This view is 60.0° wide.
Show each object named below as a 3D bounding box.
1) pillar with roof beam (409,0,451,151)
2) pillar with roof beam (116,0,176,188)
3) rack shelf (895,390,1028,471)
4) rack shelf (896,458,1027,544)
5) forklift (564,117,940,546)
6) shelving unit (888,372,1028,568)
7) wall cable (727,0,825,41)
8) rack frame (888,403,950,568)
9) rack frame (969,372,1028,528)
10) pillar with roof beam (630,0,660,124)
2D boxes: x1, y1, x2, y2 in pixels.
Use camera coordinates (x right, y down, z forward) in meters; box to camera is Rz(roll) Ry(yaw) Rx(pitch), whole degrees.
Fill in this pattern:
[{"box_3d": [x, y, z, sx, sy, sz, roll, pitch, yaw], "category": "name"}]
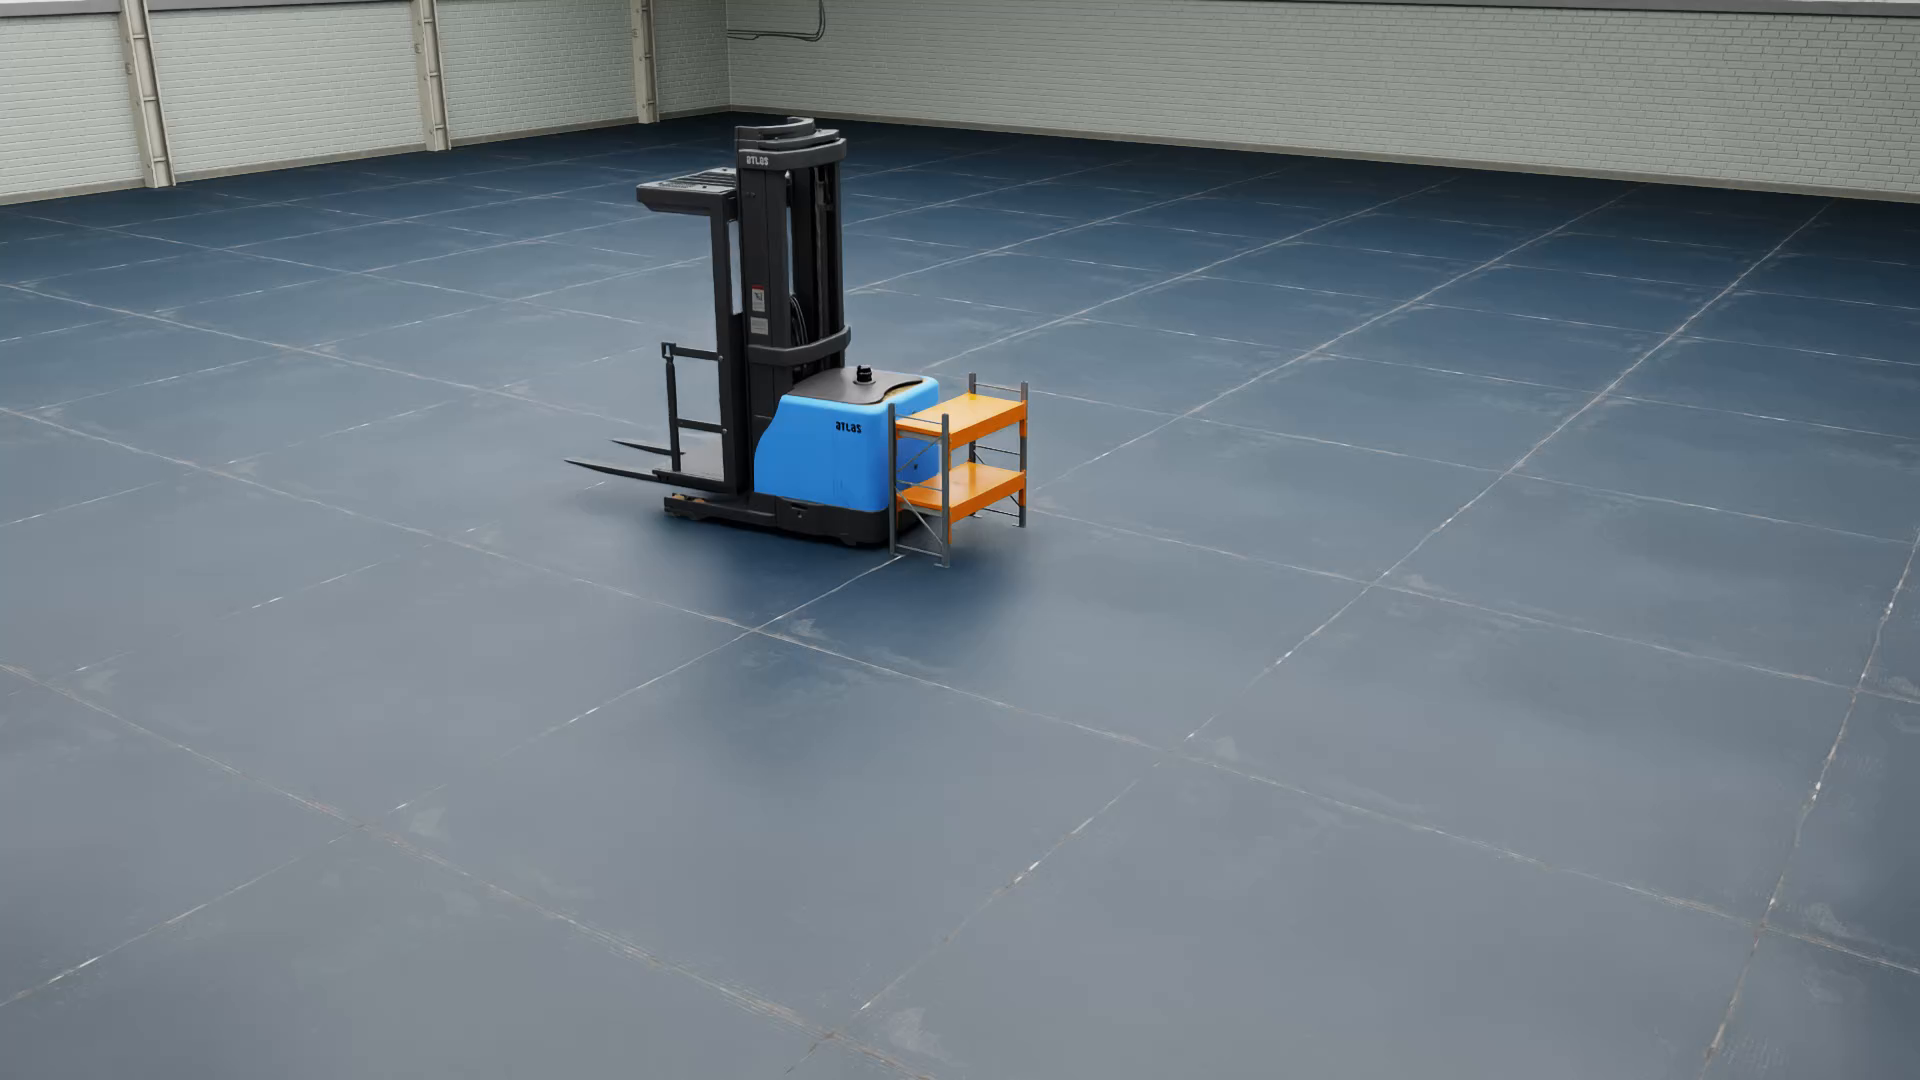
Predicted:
[{"box_3d": [-6.966, -11.260, 29.735, 9.100, 9.000, 0.400, 13, 24, 32], "category": "pillar with roof beam"}, {"box_3d": [-10.339, -9.539, 25.081, 9.100, 9.000, 0.400, 13, 24, 32], "category": "pillar with roof beam"}, {"box_3d": [-0.004, -0.800, 11.963, 0.538, 0.278, 1.000, 13, 24, 32], "category": "rack shelf"}, {"box_3d": [-0.004, -0.296, 12.149, 0.538, 0.278, 1.000, 13, 24, 32], "category": "rack shelf"}, {"box_3d": [-1.693, -1.672, 12.560, 3.031, 2.935, 1.130, 10, 23, 26], "category": "forklift"}, {"box_3d": [-0.004, -0.526, 12.065, 0.538, 1.125, 1.048, 13, 24, 32], "category": "shelving unit"}, {"box_3d": [-4.404, -12.952, 38.786, 3.097, 2.526, 0.112, 13, 24, 32], "category": "wall cable"}, {"box_3d": [-0.290, -0.380, 11.670, 0.500, 1.125, 0.032, 13, 24, 32], "category": "rack frame"}, {"box_3d": [0.282, -0.671, 12.459, 0.500, 1.125, 0.032, 13, 24, 32], "category": "rack frame"}, {"box_3d": [-3.593, -12.982, 34.389, 9.100, 9.000, 0.400, 13, 24, 32], "category": "pillar with roof beam"}]
